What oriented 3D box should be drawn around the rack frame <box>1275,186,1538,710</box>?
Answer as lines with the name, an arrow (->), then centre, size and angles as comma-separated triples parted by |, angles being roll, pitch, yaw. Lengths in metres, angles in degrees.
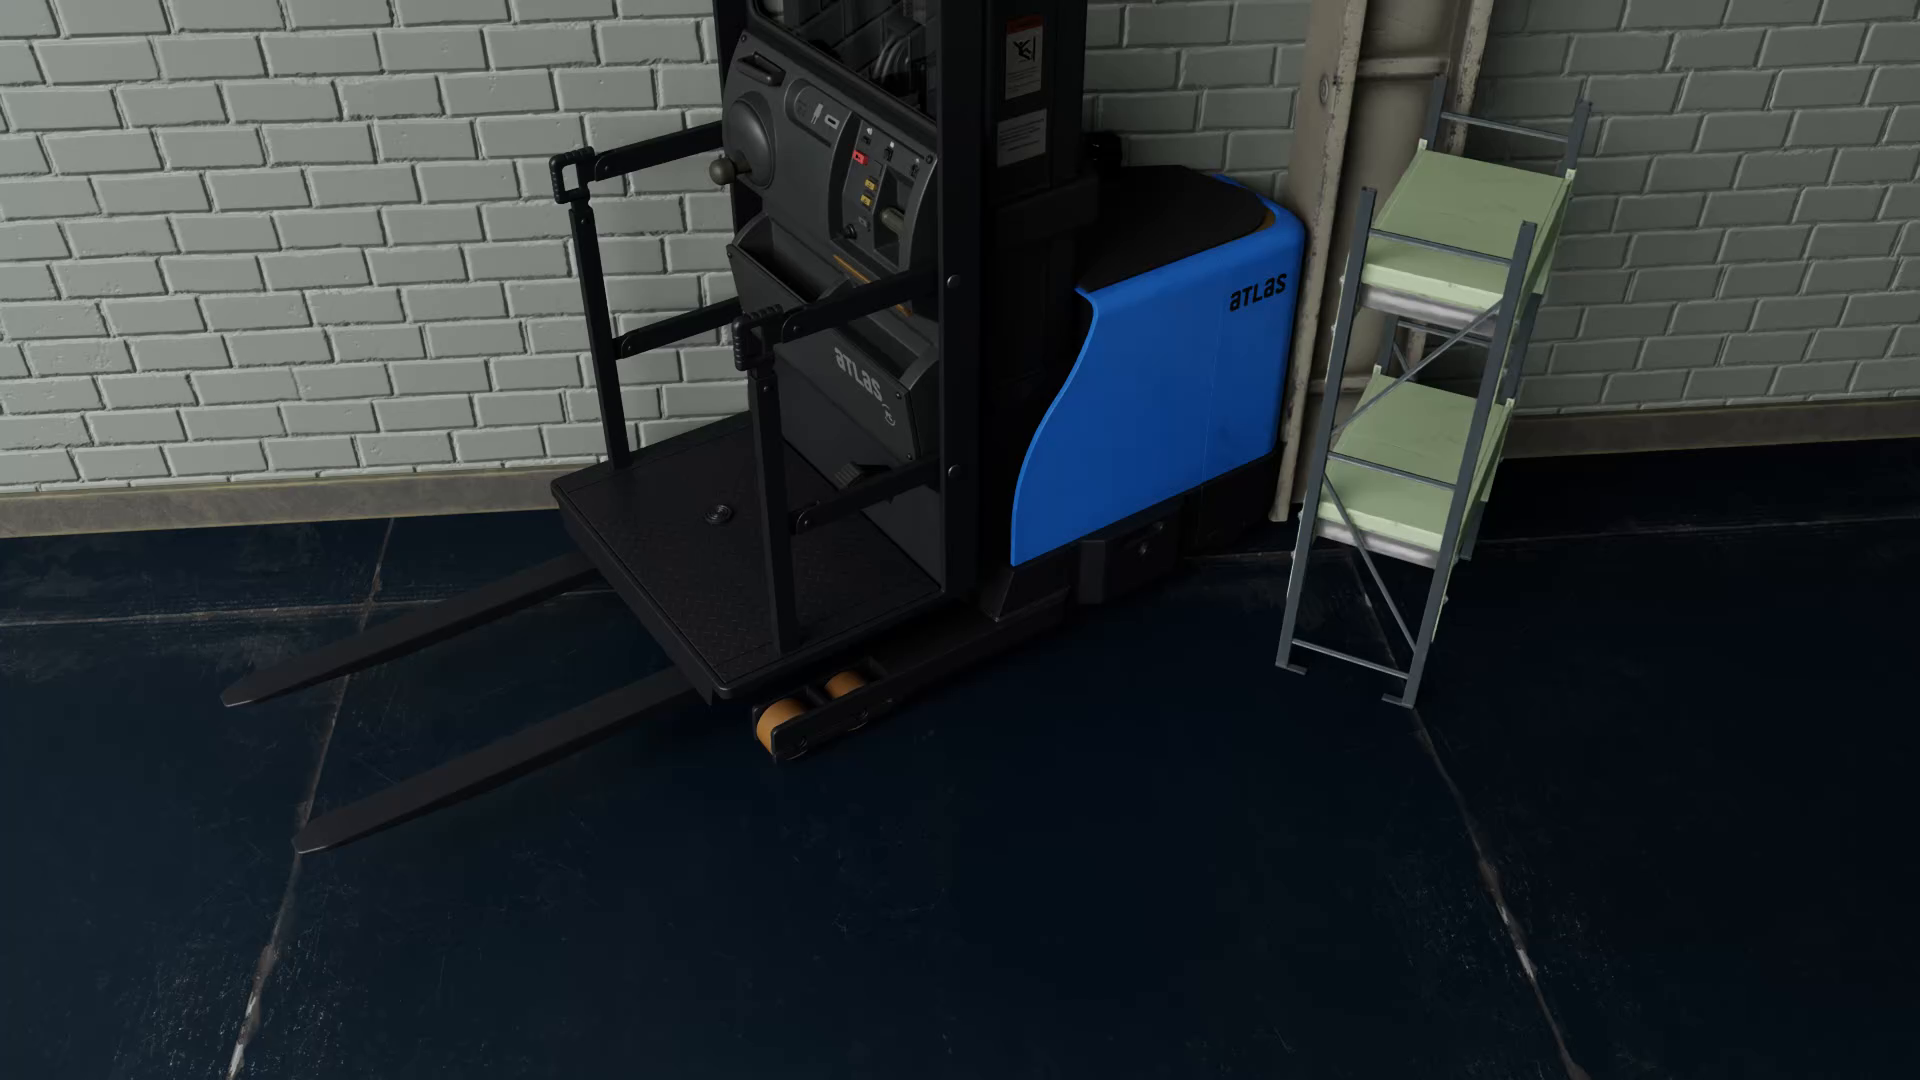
rack frame -> 1.101, -0.174, 4.254 | 0.400, 1.500, 0.023 | 17, 41, 19

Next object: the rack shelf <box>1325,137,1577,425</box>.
rack shelf -> 1.266, -0.682, 4.268 | 0.431, 0.370, 0.720 | 17, 41, 19

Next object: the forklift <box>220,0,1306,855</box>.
forklift -> -0.513, -0.932, 4.065 | 3.031, 2.935, 1.130 | -23, 44, -26

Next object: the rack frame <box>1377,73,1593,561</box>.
rack frame -> 1.420, -0.582, 4.771 | 0.400, 1.500, 0.023 | 17, 41, 19

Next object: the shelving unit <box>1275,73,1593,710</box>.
shelving unit -> 1.260, -0.378, 4.512 | 0.431, 1.500, 0.755 | 17, 41, 19

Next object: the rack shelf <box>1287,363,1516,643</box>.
rack shelf -> 1.256, -0.123, 4.716 | 0.431, 0.370, 0.720 | 17, 41, 19
